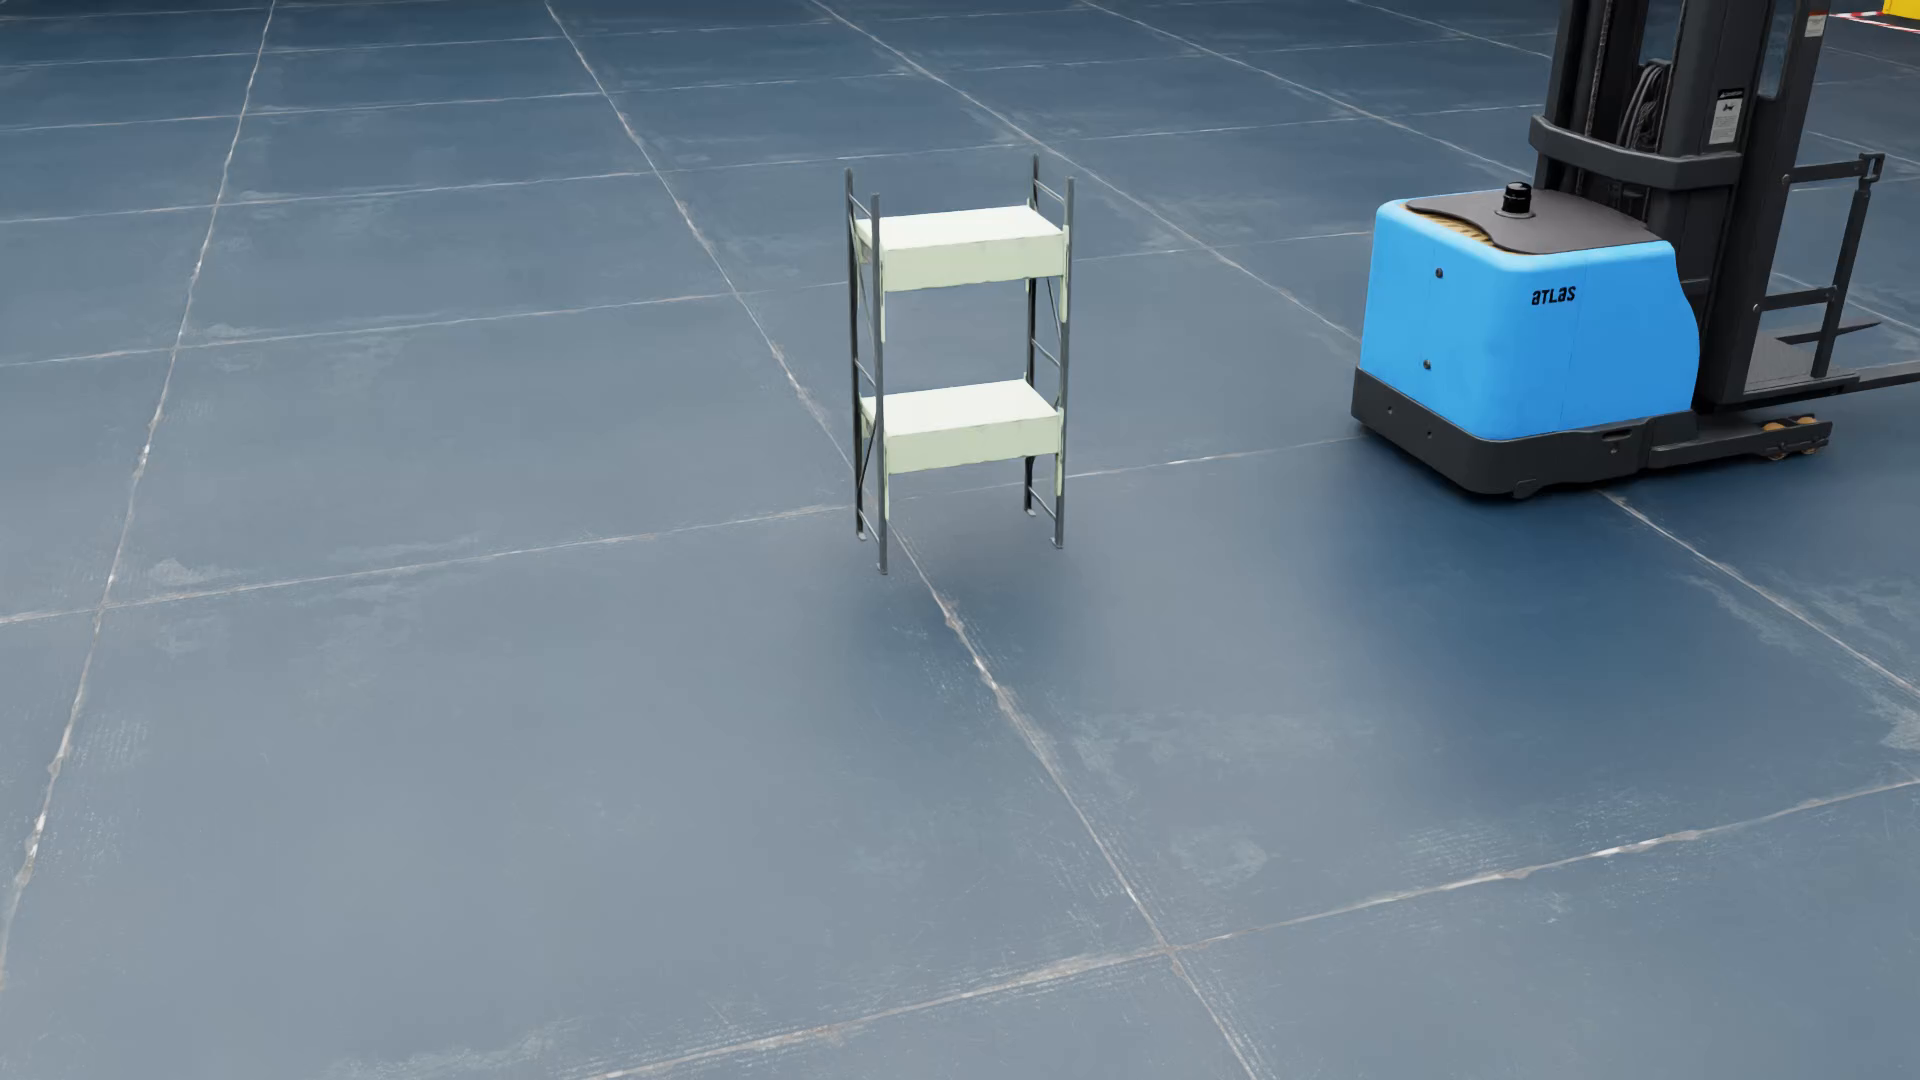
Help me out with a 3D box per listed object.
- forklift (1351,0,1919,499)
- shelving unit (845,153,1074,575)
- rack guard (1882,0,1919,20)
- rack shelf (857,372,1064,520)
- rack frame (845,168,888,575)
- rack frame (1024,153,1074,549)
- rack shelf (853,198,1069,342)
[{"bbox_3d":[3.399,-1.881,7.242,3.031,2.935,1.130,-9,28,-18],"label":"forklift"},{"bbox_3d":[-0.006,-0.671,6.415,0.755,1.500,0.431,-8,28,-16],"label":"shelving unit"},{"bbox_3d":[10.687,-5.937,18.147,0.348,0.500,1.175,-8,28,-16],"label":"rack guard"},{"bbox_3d":[-0.006,-0.379,6.560,0.720,0.370,0.431,-8,28,-16],"label":"rack shelf"},{"bbox_3d":[-0.354,-0.620,6.313,0.023,1.500,0.400,-8,28,-16],"label":"rack frame"},{"bbox_3d":[0.342,-0.721,6.516,0.023,1.500,0.400,-8,28,-16],"label":"rack frame"},{"bbox_3d":[-0.006,-1.020,6.241,0.720,0.370,0.431,-8,28,-16],"label":"rack shelf"}]
